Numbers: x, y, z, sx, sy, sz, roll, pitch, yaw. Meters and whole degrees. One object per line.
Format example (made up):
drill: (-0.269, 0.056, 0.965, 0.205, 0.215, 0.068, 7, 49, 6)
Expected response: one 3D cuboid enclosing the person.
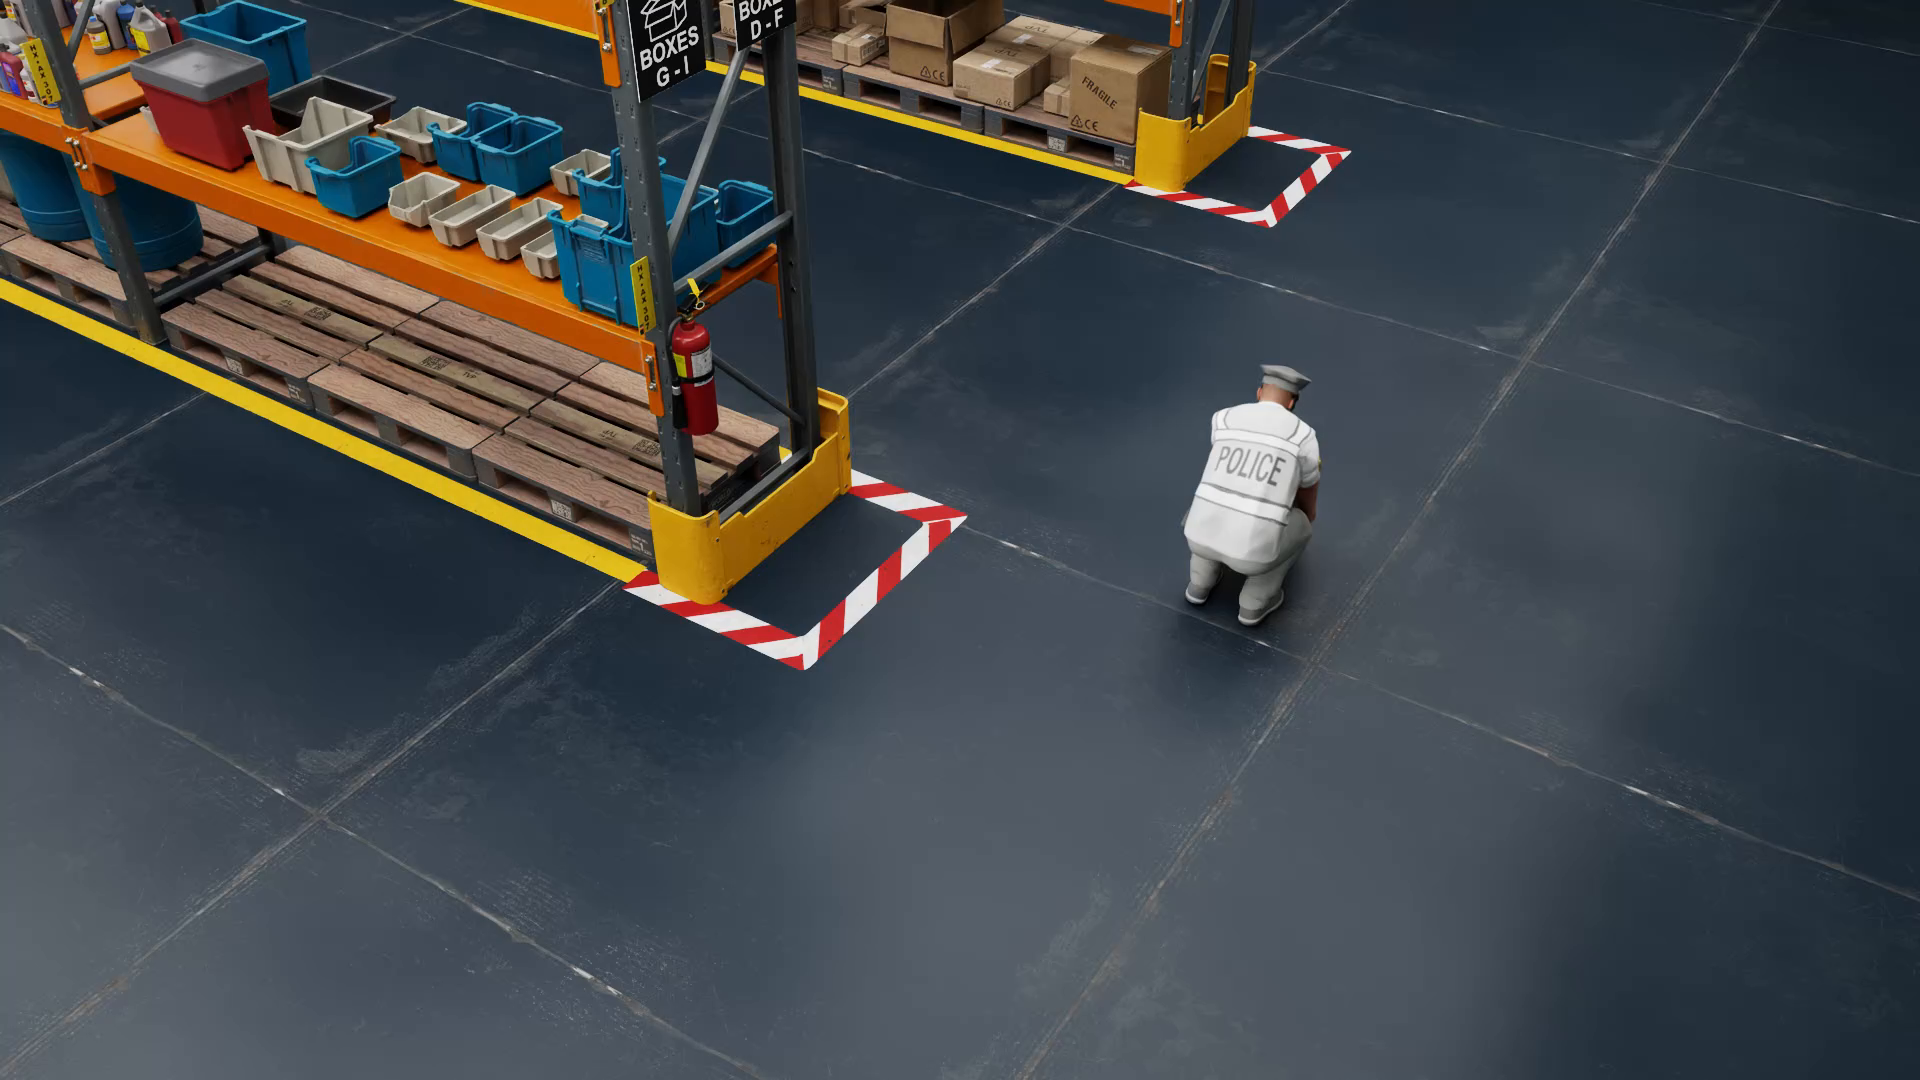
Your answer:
person: (1.333, -0.203, 7.533, 0.535, 1.026, 0.909, 21, 43, 24)
